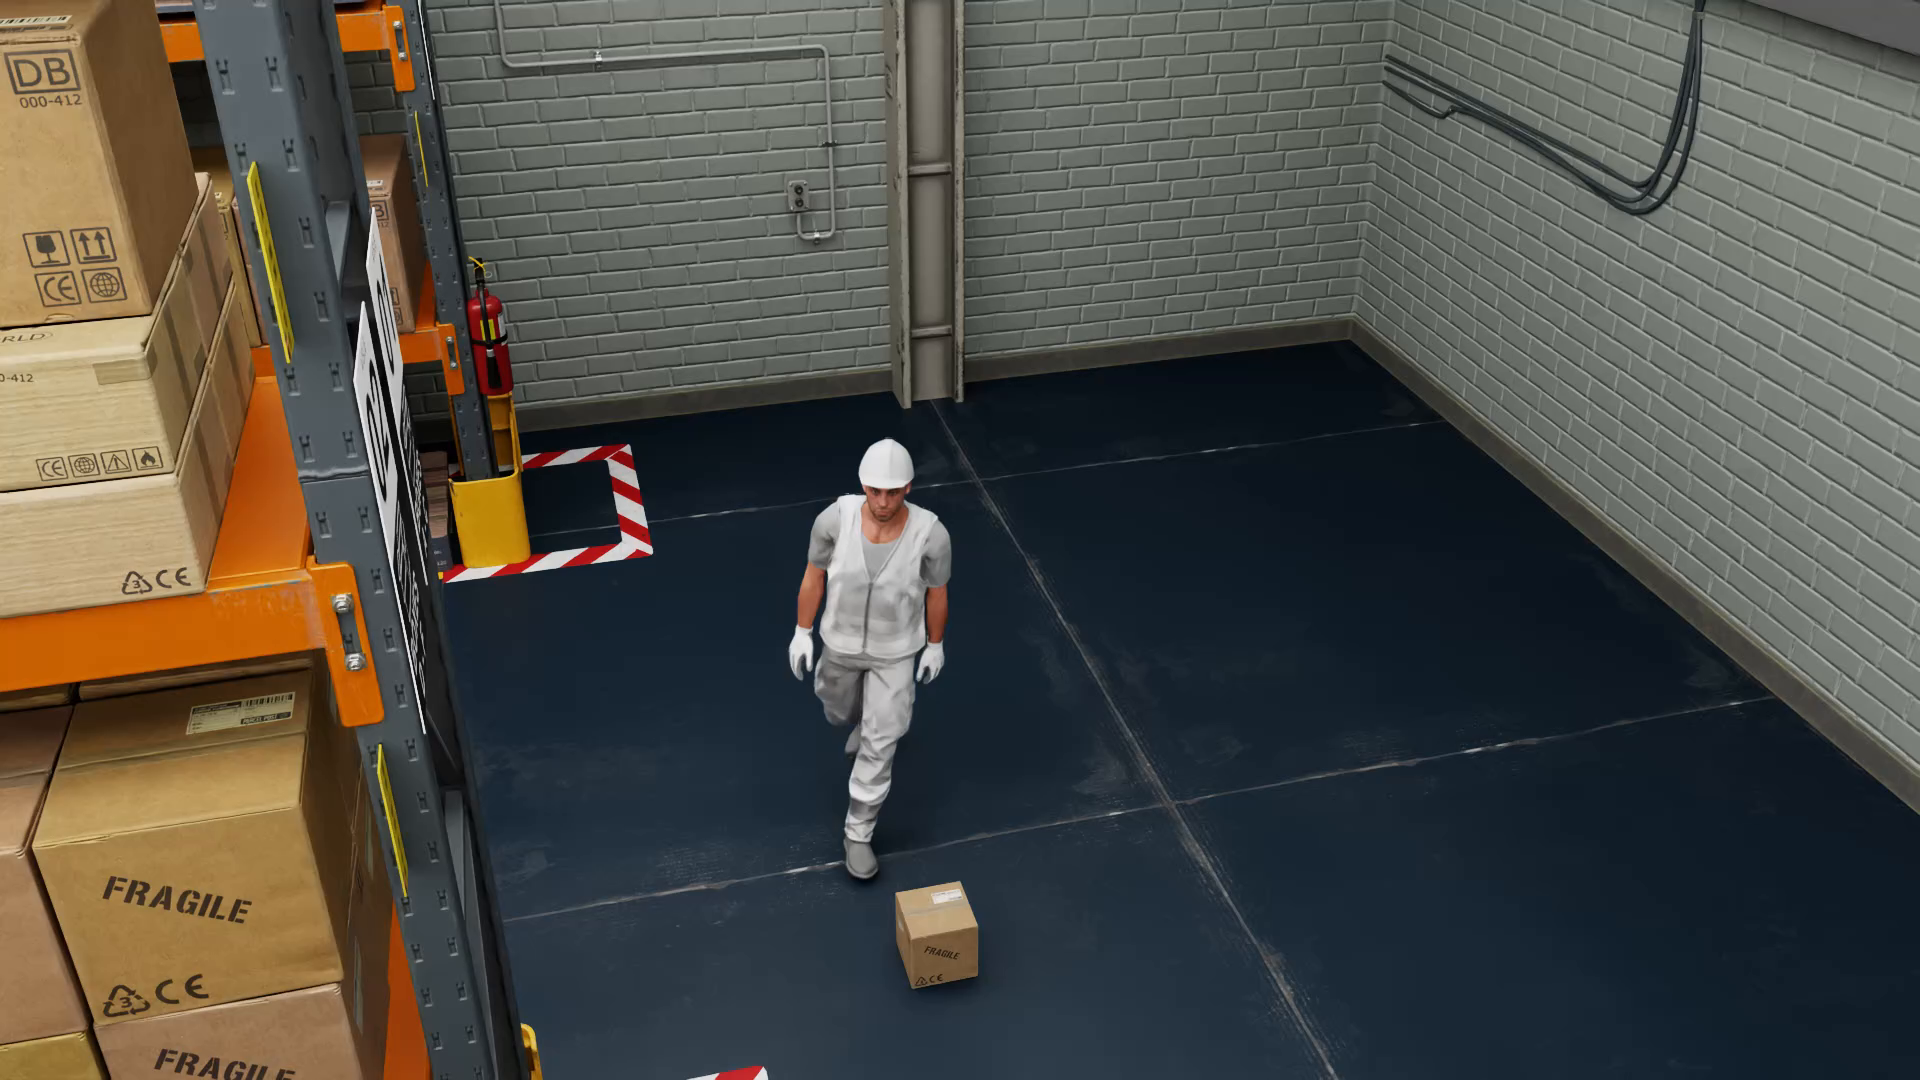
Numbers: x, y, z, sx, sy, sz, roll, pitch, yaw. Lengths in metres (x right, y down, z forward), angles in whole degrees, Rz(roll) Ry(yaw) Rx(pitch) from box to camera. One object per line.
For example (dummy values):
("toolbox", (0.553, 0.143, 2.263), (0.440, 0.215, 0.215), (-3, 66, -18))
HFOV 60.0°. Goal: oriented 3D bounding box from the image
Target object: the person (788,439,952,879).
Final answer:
("person", (-0.335, 0.372, 6.472), (0.620, 1.767, 0.919), (5, 30, 9))
